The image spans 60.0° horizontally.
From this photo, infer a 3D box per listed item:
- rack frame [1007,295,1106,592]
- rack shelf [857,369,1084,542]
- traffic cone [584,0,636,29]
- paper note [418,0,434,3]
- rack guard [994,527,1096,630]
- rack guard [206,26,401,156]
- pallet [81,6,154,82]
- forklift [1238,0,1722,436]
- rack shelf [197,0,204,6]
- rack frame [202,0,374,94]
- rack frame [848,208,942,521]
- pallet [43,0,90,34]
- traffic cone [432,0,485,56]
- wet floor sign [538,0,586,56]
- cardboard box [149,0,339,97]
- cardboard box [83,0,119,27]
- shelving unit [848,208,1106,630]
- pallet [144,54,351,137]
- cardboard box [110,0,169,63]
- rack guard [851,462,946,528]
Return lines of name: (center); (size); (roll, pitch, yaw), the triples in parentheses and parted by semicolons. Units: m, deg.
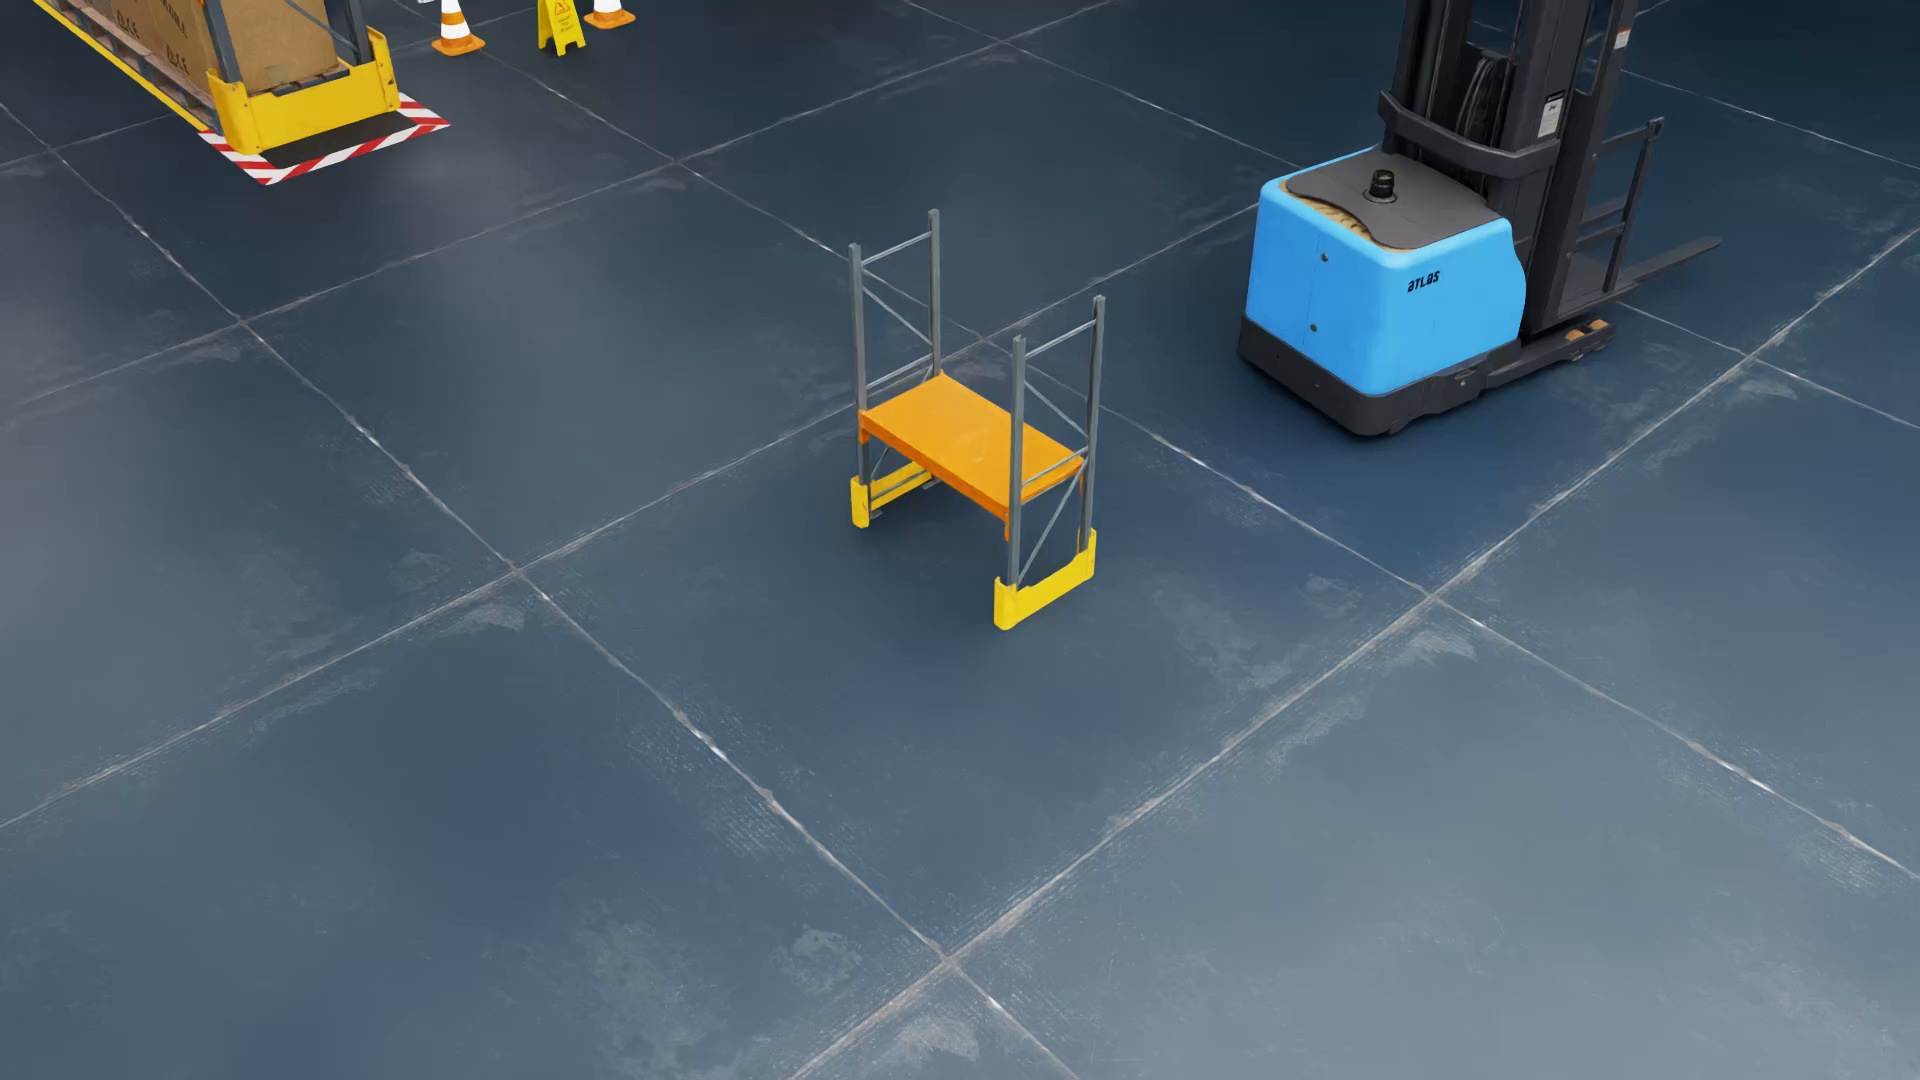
rack frame: (0.402, -0.309, 7.146); (0.500, 1.500, 0.032); (-30, 48, -32)
rack shelf: (0.058, -0.404, 7.551); (0.538, 0.185, 1.000); (-30, 48, -32)
traffic cone: (-2.737, -4.252, 12.854); (0.336, 0.463, 0.334); (-30, 48, -32)
paper note: (-4.268, -4.339, 13.307); (0.144, 0.017, 0.142); (-15, 41, -17)
rack guard: (0.388, 0.169, 7.550); (0.587, 0.250, 0.087); (-30, 48, -32)
rack guard: (-4.470, -3.083, 11.377); (1.175, 0.500, 0.348); (-30, 48, -32)
pallet: (-5.905, -3.883, 12.598); (1.003, 0.211, 1.213); (-30, 48, -32)
forklift: (3.040, -2.387, 8.581); (3.031, 2.935, 1.130); (-22, 44, -25)
rack shelf: (-5.839, -4.712, 11.978); (1.077, 0.370, 4.000); (-30, 48, -32)
rack frame: (-4.486, -4.067, 10.606); (1.000, 3.000, 0.127); (-30, 48, -32)
rack frame: (-0.286, -0.779, 7.729); (0.500, 1.500, 0.032); (-30, 48, -32)
pallet: (-6.735, -4.448, 13.297); (1.003, 0.211, 1.213); (-30, 48, -32)
traffic cone: (-3.799, -3.929, 12.454); (0.336, 0.463, 0.334); (-30, 48, -32)
wet floor sign: (-3.008, -3.979, 12.371); (0.232, 0.644, 0.267); (26, 45, 28)
cardboard box: (-4.993, -3.689, 11.495); (0.875, 0.875, 0.875); (-30, 47, -32)
cardboard box: (-6.205, -4.518, 12.522); (0.875, 0.875, 0.875); (-30, 47, -31)
shelving unit: (0.052, -0.548, 7.443); (0.587, 1.500, 1.083); (-30, 48, -32)
pallet: (-5.084, -3.319, 11.899); (1.003, 0.211, 1.213); (-30, 48, -32)
cardboard box: (-5.590, -4.095, 11.998); (0.875, 0.875, 0.875); (-31, 48, -32)
rack guard: (-0.285, -0.292, 8.121); (0.587, 0.250, 0.087); (-30, 48, -32)
